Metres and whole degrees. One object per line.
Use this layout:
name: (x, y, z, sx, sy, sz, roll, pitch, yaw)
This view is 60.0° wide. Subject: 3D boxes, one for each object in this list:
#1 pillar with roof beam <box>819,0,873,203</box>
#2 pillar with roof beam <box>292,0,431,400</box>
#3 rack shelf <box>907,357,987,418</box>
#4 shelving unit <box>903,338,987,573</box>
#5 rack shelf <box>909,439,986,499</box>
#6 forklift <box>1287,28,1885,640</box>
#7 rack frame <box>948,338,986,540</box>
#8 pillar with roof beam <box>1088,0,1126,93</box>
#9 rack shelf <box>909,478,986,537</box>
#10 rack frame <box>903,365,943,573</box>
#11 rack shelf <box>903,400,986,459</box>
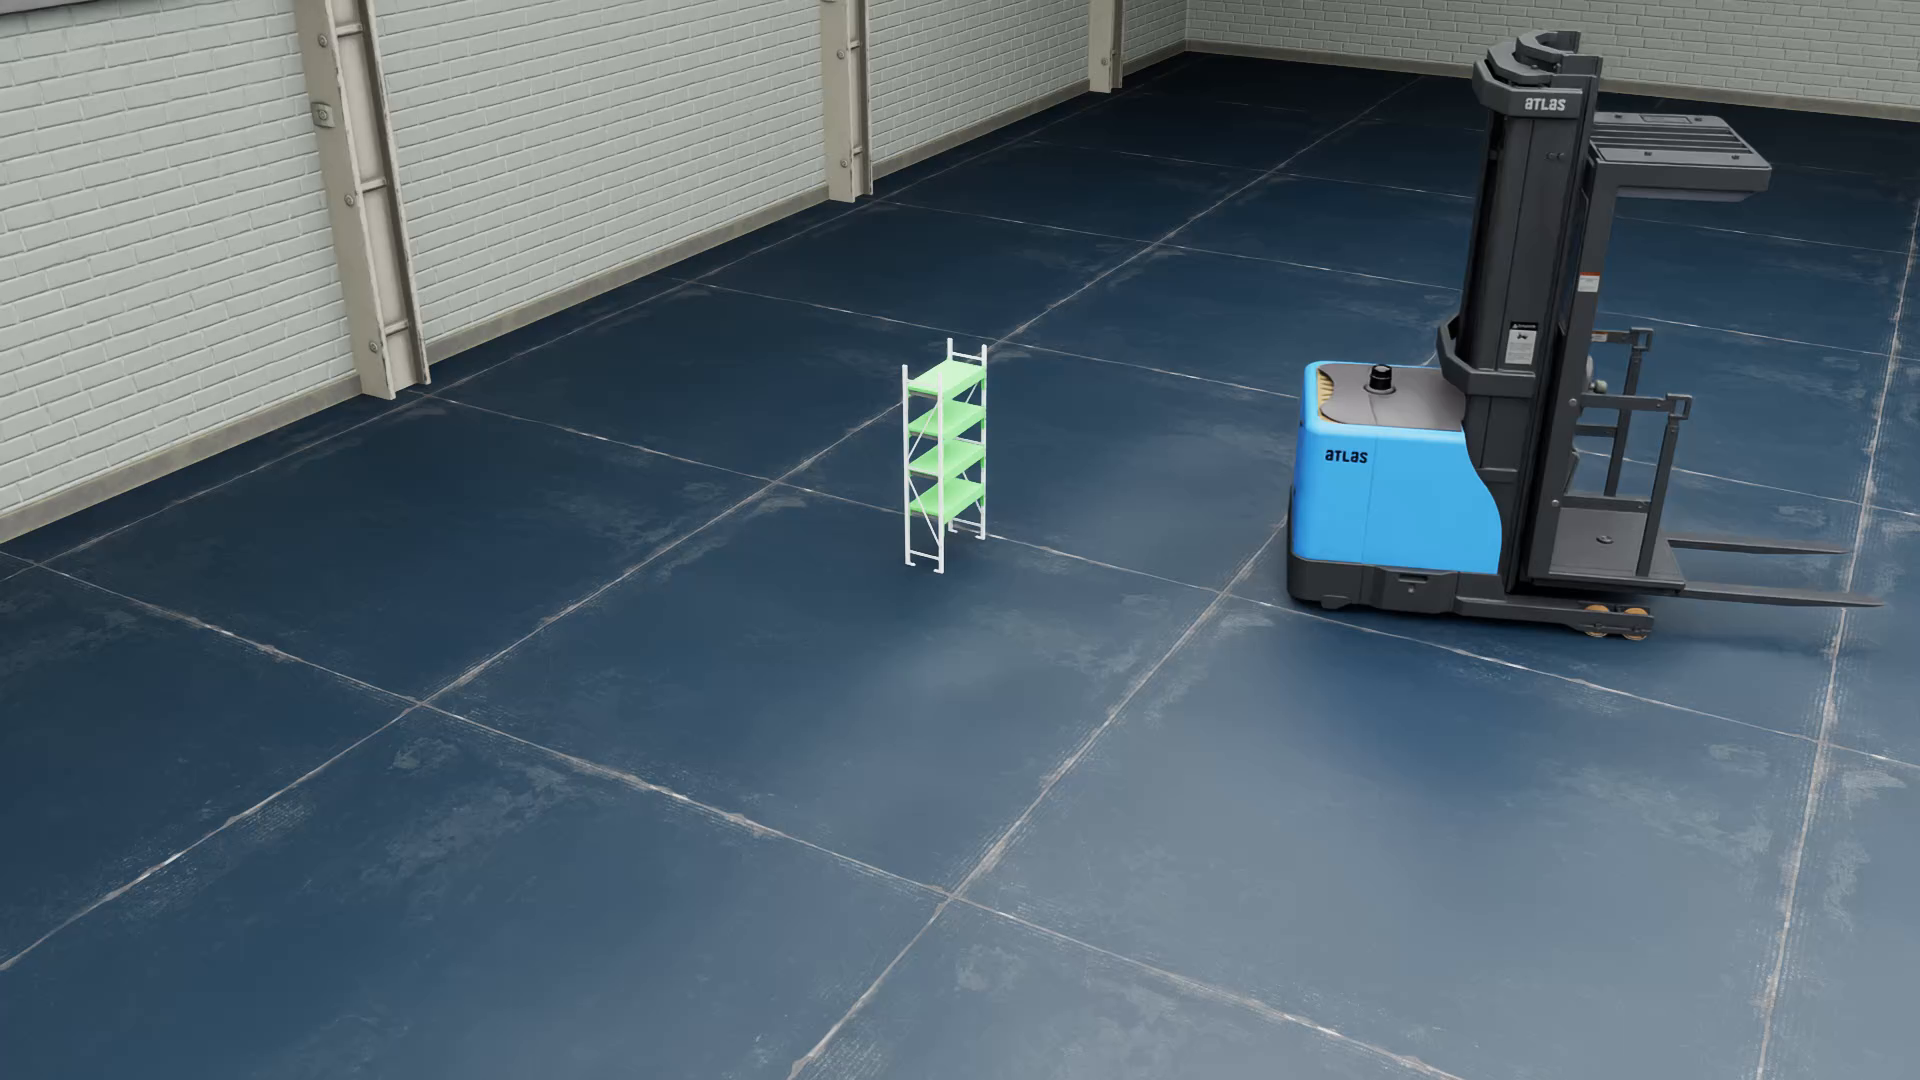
pillar with roof beam: (2.648, -6.512, 12.705, 9.100, 9.000, 0.400, 14, 30, 26)
pillar with roof beam: (-0.304, -4.173, 8.034, 9.100, 9.000, 0.400, 14, 30, 26)
rack shelf: (-0.081, -0.844, 9.166, 0.258, 0.148, 0.480, 14, 30, 26)
shelving unit: (-0.081, -0.472, 9.353, 0.258, 1.200, 0.503, 14, 30, 26)
rack shelf: (-0.081, -0.415, 9.381, 0.258, 0.148, 0.480, 14, 30, 26)
forklift: (3.344, -1.044, 8.561, 3.031, 2.935, 1.130, 5, 27, 9)
rack frame: (0.039, -0.567, 9.542, 0.240, 1.200, 0.015, 14, 30, 26)
pillar with roof beam: (5.599, -8.850, 17.376, 9.100, 9.000, 0.400, 14, 30, 26)
rack shelf: (-0.081, -0.200, 9.489, 0.258, 0.148, 0.480, 14, 30, 26)
rack frame: (-0.201, -0.377, 9.163, 0.240, 1.200, 0.015, 14, 30, 26)
rack shelf: (-0.081, -0.629, 9.274, 0.258, 0.148, 0.480, 14, 30, 26)
